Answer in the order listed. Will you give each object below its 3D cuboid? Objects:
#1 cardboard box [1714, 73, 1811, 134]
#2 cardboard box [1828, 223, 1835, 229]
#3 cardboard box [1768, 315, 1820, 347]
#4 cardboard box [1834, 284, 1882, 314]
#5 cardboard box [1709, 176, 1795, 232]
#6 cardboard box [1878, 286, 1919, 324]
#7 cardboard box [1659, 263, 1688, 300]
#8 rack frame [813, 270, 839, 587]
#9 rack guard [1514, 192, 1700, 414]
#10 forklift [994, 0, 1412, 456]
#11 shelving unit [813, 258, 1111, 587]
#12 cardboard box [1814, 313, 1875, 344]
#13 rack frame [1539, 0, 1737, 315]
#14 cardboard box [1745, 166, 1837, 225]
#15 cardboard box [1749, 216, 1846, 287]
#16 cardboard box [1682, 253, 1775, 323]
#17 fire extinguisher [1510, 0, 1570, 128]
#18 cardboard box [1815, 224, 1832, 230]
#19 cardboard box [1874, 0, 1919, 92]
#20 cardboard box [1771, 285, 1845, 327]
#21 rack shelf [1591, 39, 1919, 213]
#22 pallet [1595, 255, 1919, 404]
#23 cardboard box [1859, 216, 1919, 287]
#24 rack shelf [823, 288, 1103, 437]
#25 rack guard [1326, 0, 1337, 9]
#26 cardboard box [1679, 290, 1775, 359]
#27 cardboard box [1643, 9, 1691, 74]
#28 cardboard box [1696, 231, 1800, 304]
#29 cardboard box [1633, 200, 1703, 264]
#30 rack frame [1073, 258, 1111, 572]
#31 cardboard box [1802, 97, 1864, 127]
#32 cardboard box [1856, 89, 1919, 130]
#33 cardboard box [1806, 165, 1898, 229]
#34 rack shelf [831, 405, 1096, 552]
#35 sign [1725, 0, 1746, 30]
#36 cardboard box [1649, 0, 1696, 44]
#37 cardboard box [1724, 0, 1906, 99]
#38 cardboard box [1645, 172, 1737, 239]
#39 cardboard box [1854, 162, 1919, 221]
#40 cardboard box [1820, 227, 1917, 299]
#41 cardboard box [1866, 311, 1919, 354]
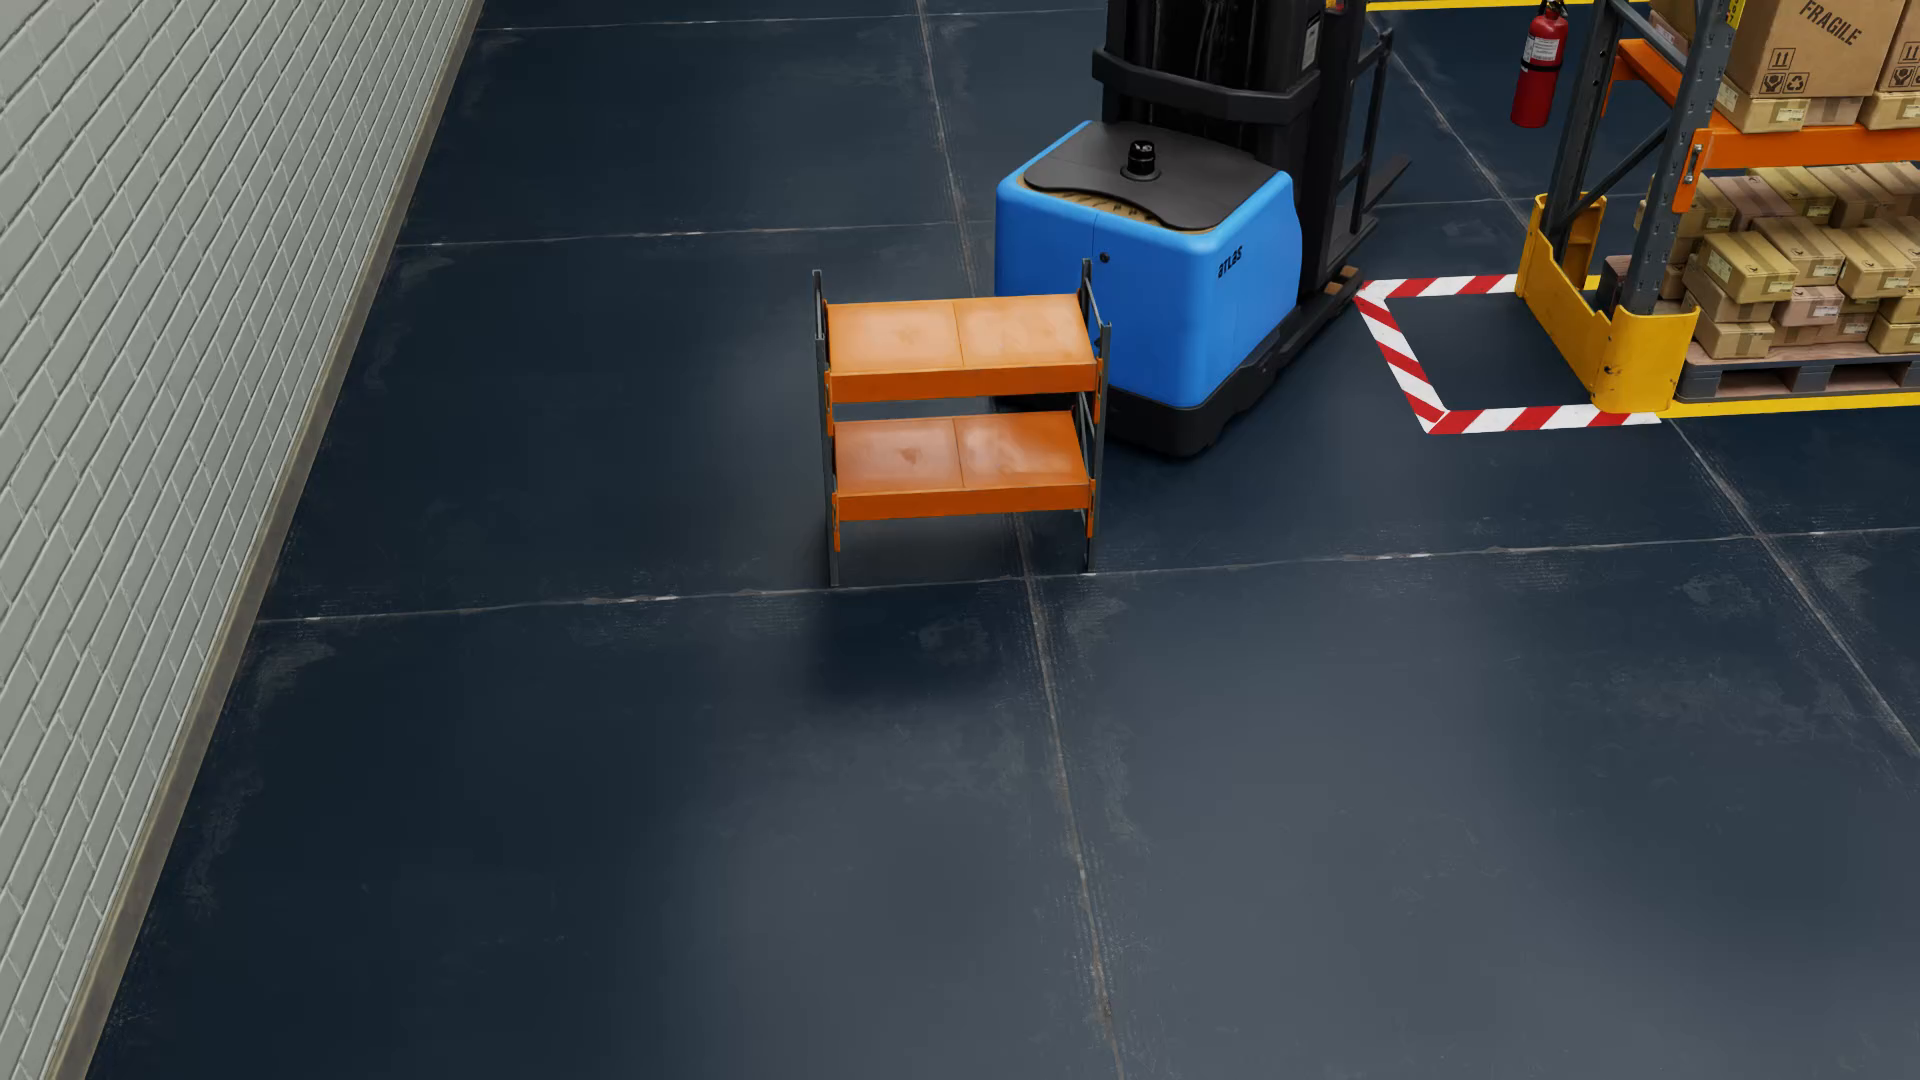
[{"bbox_3d":[3.272,-1.824,6.842,0.250,0.149,0.380,-3,38,-4],"label":"cardboard box"},{"bbox_3d":[4.215,-1.455,7.895,0.250,0.149,0.380,-4,38,-5],"label":"cardboard box"},{"bbox_3d":[3.724,-1.048,7.620,0.250,0.149,0.380,-3,38,-4],"label":"cardboard box"},{"bbox_3d":[3.979,-1.188,7.556,0.250,0.149,0.380,-3,38,-3],"label":"cardboard box"},{"bbox_3d":[3.681,-1.550,7.775,0.250,0.149,0.380,-2,38,-3],"label":"cardboard box"},{"bbox_3d":[4.244,-1.135,7.489,0.250,0.149,0.380,-2,38,-3],"label":"cardboard box"},{"bbox_3d":[3.426,-1.310,7.951,0.250,0.149,0.380,-3,38,-3],"label":"cardboard box"},{"bbox_3d":[-0.513,-0.413,6.366,0.032,1.125,0.500,-3,38,-4],"label":"rack frame"},{"bbox_3d":[2.996,-1.130,7.778,0.348,0.500,1.175,-3,38,-4],"label":"rack guard"},{"bbox_3d":[1.355,-2.388,7.411,1.130,2.935,3.031,22,43,25],"label":"forklift"},{"bbox_3d":[-0.007,-0.441,6.401,1.048,1.125,0.538,-3,38,-4],"label":"shelving unit"},{"bbox_3d":[3.971,-1.066,7.642,0.250,0.149,0.380,-3,38,-3],"label":"cardboard box"},{"bbox_3d":[2.920,-2.107,6.998,0.127,3.000,1.000,-3,38,-4],"label":"rack frame"},{"bbox_3d":[3.927,-1.642,7.892,0.250,0.149,0.380,-4,38,-5],"label":"cardboard box"},{"bbox_3d":[3.736,-1.294,7.451,0.250,0.149,0.380,-2,38,-3],"label":"cardboard box"},{"bbox_3d":[3.465,-1.139,7.495,0.250,0.149,0.380,-2,38,-2],"label":"cardboard box"},{"bbox_3d":[2.629,-2.201,7.481,0.183,0.674,0.296,-3,38,-4],"label":"fire extinguisher"},{"bbox_3d":[3.938,-1.504,7.957,0.250,0.149,0.380,-5,39,-6],"label":"cardboard box"},{"bbox_3d":[3.923,-2.162,6.748,0.500,0.500,0.500,-3,38,-4],"label":"cardboard box"},{"bbox_3d":[3.743,-1.120,7.470,0.250,0.149,0.380,-3,38,-4],"label":"cardboard box"},{"bbox_3d":[4.912,-1.934,7.360,4.000,0.370,1.077,-3,38,-4],"label":"rack shelf"},{"bbox_3d":[3.808,-1.039,7.896,1.213,0.211,1.003,-3,38,-4],"label":"pallet"},{"bbox_3d":[4.238,-1.294,7.450,0.250,0.149,0.380,-5,39,-6],"label":"cardboard box"},{"bbox_3d":[-0.007,-0.671,6.220,1.000,0.278,0.538,-3,38,-4],"label":"rack shelf"},{"bbox_3d":[2.357,-4.173,11.635,0.348,0.500,1.175,-3,38,-4],"label":"rack guard"},{"bbox_3d":[3.471,-0.984,7.537,0.250,0.149,0.380,-2,38,-3],"label":"cardboard box"},{"bbox_3d":[3.220,-2.200,7.320,0.250,0.149,0.380,-3,38,-4],"label":"cardboard box"},{"bbox_3d":[3.472,-1.205,7.338,0.250,0.149,0.380,-5,39,-6],"label":"cardboard box"},{"bbox_3d":[3.421,-1.474,7.919,0.250,0.149,0.380,-4,38,-5],"label":"cardboard box"},{"bbox_3d":[0.500,-0.469,6.436,0.032,1.125,0.500,-3,38,-4],"label":"rack frame"},{"bbox_3d":[3.522,-1.863,6.892,0.250,0.149,0.380,-2,38,-2],"label":"cardboard box"},{"bbox_3d":[3.795,-1.845,6.869,0.250,0.149,0.380,-4,38,-5],"label":"cardboard box"},{"bbox_3d":[4.191,-1.617,7.860,0.250,0.149,0.380,-5,39,-6],"label":"cardboard box"},{"bbox_3d":[-0.007,-0.249,6.553,1.000,0.278,0.538,-3,38,-4],"label":"rack shelf"},{"bbox_3d":[2.969,-2.112,6.306,0.005,0.325,0.100,-3,38,-4],"label":"sign"},{"bbox_3d":[3.345,-2.446,7.108,0.500,0.500,0.500,-2,38,-3],"label":"cardboard box"},{"bbox_3d":[3.392,-2.117,6.690,0.500,0.500,0.500,-1,38,-2],"label":"cardboard box"},{"bbox_3d":[3.425,-1.571,7.802,0.250,0.149,0.380,-3,38,-3],"label":"cardboard box"},{"bbox_3d":[4.453,-1.666,7.923,0.250,0.149,0.380,-2,38,-2],"label":"cardboard box"},{"bbox_3d":[3.999,-1.229,7.368,0.250,0.149,0.380,-3,38,-4],"label":"cardboard box"},{"bbox_3d":[4.235,-1.013,7.574,0.250,0.149,0.380,-3,38,-3],"label":"cardboard box"}]
